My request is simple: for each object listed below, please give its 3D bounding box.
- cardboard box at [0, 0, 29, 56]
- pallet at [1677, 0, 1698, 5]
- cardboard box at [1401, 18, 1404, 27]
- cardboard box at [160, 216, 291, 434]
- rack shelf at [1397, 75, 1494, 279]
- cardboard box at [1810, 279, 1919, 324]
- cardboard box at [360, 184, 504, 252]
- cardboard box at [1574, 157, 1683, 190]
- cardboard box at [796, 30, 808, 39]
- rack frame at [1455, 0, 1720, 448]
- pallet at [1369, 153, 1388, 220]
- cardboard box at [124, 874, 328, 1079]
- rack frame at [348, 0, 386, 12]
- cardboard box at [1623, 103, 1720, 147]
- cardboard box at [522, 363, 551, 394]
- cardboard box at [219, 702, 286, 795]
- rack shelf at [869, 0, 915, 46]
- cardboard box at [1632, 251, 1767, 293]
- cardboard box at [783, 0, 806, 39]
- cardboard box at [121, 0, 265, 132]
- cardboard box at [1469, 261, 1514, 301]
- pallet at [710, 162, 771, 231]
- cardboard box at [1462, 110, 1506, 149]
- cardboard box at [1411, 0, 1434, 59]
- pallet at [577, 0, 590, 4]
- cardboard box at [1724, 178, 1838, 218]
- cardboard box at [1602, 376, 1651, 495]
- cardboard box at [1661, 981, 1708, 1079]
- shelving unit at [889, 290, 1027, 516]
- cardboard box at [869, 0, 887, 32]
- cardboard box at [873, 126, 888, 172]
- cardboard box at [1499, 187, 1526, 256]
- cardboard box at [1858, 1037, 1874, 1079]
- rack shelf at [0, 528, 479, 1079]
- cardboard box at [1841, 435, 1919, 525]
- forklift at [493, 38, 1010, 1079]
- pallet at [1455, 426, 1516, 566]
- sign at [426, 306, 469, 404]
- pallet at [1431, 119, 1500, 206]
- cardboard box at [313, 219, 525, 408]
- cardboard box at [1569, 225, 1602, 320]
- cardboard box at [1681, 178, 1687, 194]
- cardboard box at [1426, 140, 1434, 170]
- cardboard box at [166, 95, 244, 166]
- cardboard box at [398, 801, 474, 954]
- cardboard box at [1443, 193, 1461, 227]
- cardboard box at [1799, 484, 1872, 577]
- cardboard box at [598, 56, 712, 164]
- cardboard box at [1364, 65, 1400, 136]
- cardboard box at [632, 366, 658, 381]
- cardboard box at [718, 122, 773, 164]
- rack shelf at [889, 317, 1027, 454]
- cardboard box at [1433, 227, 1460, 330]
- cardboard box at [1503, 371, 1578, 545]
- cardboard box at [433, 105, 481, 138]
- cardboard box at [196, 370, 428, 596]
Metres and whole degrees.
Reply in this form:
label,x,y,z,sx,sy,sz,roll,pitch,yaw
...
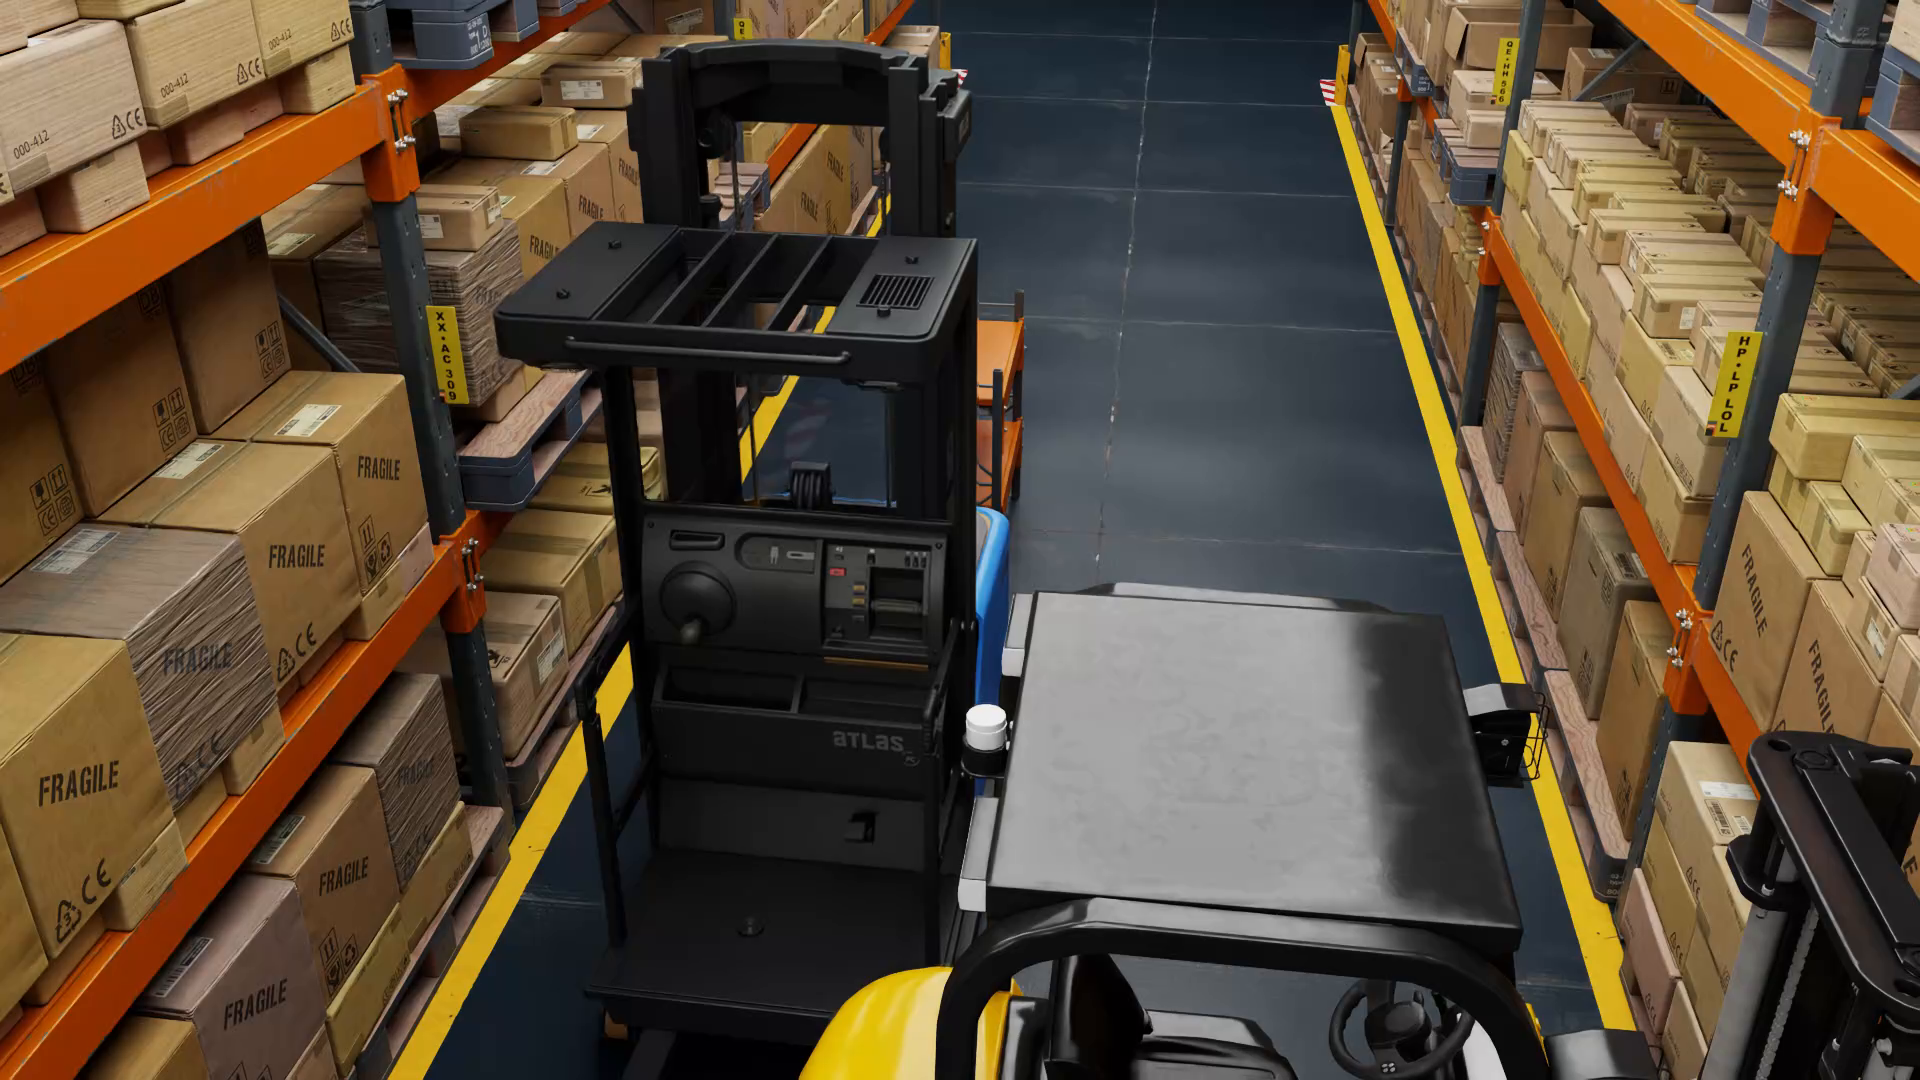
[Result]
label,x,y,z,sx,sy,sz,roll,pitch,yaw
cardboard box,-2.077,-1.015,3.232,0.380,0.149,0.250,4,29,7
pallet,3.126,-2.212,6.231,1.003,0.211,1.213,5,29,9
cardboard box,3.543,-3.887,12.567,0.380,0.149,0.250,4,29,8
cardboard box,-2.432,-0.651,4.822,0.700,0.500,0.500,3,28,6
rack shelf,3.499,-2.451,10.395,1.077,0.370,4.000,3,28,6
cardboard box,3.147,-0.788,5.761,0.380,0.149,0.250,3,28,6
cardboard box,-1.754,-1.076,5.540,0.380,0.149,0.250,3,28,6
cardboard box,2.865,-1.531,7.140,0.380,0.149,0.250,4,29,7
cardboard box,-1.228,-2.968,10.228,0.500,0.250,0.500,3,28,6
rack frame,3.254,-1.826,8.477,1.000,3.000,0.127,3,28,6
pallet,3.829,-2.805,13.234,1.003,0.211,1.213,3,28,6
cardboard box,-2.091,1.239,4.453,0.500,0.500,0.500,5,29,9
rack frame,-2.163,-2.871,4.092,1.000,3.000,0.127,3,28,6
cardboard box,3.415,-1.991,7.994,0.380,0.149,0.250,4,29,8
cardboard box,-1.742,-0.663,6.140,0.380,0.149,0.250,4,29,7
cardboard box,-2.021,0.528,4.372,0.380,0.149,0.250,3,28,5
rack shelf,-0.937,-4.621,14.422,1.077,0.370,4.000,3,28,6
cardboard box,2.676,-0.932,6.029,0.380,0.149,0.250,3,28,5
cardboard box,-1.239,-3.292,10.038,0.500,0.500,0.500,4,29,8
cardboard box,-2.010,-1.154,3.912,0.500,0.250,0.500,3,28,5
cardboard box,3.063,-1.443,9.275,0.380,0.149,0.250,2,28,4
pallet,-1.654,-1.687,8.421,1.213,0.211,1.003,3,28,6
cardboard box,2.954,-2.232,9.052,0.380,0.149,0.250,4,29,7
cardboard box,3.400,-3.480,10.998,0.700,0.500,0.500,4,29,7
pallet,-1.857,-2.241,6.282,1.213,0.211,1.003,3,28,6
cardboard box,3.384,-1.383,6.864,0.380,0.149,0.250,3,28,5
cardboard box,2.622,-0.367,5.926,0.500,0.250,0.500,3,28,6
cardboard box,2.329,1.531,4.702,0.500,0.250,0.500,3,28,5
shelving unit,0.001,-0.498,7.989,0.538,1.125,1.048,3,28,6
cardboard box,-0.865,-4.245,12.862,0.500,0.500,0.500,4,29,8
cardboard box,-0.999,-3.342,13.549,0.875,0.438,0.875,3,28,5
cardboard box,2.957,-1.566,8.151,0.500,0.250,0.500,3,29,6
cardboard box,2.271,1.327,4.027,0.500,0.250,0.500,4,29,8
rack shelf,-2.408,1.028,3.938,1.077,0.370,4.000,3,28,6
cardboard box,2.506,-0.142,4.247,0.380,0.149,0.250,4,29,7
forklift,-0.532,0.189,4.809,1.130,2.935,3.031,4,29,8
pallet,3.115,-0.213,8.423,1.003,0.211,1.213,3,28,6
sign,-1.623,-0.583,5.257,0.100,0.325,0.005,3,28,6
pallet,3.268,-2.065,9.123,1.213,0.211,1.003,3,28,6
cardboard box,-1.821,-0.794,5.699,0.500,0.500,0.500,4,29,7
cardboard box,2.775,-1.063,6.691,0.500,0.250,0.500,4,29,7
cardboard box,3.414,-1.512,7.525,0.500,0.250,0.500,4,29,7
cardboard box,3.459,-2.669,11.551,0.380,0.149,0.250,2,28,4
cardboard box,-2.024,-1.038,4.117,0.380,0.149,0.250,4,29,7
cardboard box,-1.968,1.089,5.521,0.500,0.250,0.500,5,29,9
cardboard box,3.254,-2.066,10.431,0.380,0.149,0.250,2,28,4
cardboard box,2.434,-0.016,4.328,0.380,0.149,0.250,4,29,7
cardboard box,-1.505,-1.999,7.935,0.500,0.500,0.500,3,28,5
cardboard box,3.758,-3.751,14.242,0.500,0.500,0.500,4,29,7
cardboard box,-1.752,-0.876,9.040,0.950,0.372,0.625,1,28,3
cardboard box,-1.363,-2.263,9.445,0.500,0.250,0.500,3,28,5
rack shelf,0.001,-0.756,7.850,0.538,0.278,1.000,3,28,6
cardboard box,3.226,-1.604,10.257,0.500,0.500,0.500,5,29,8
cardboard box,3.092,-0.365,7.826,0.875,0.625,0.625,4,29,8
cardboard box,-2.142,-1.543,7.090,0.500,0.500,0.500,2,28,4
cardboard box,-1.970,-0.181,5.005,0.500,0.500,0.500,3,28,5
